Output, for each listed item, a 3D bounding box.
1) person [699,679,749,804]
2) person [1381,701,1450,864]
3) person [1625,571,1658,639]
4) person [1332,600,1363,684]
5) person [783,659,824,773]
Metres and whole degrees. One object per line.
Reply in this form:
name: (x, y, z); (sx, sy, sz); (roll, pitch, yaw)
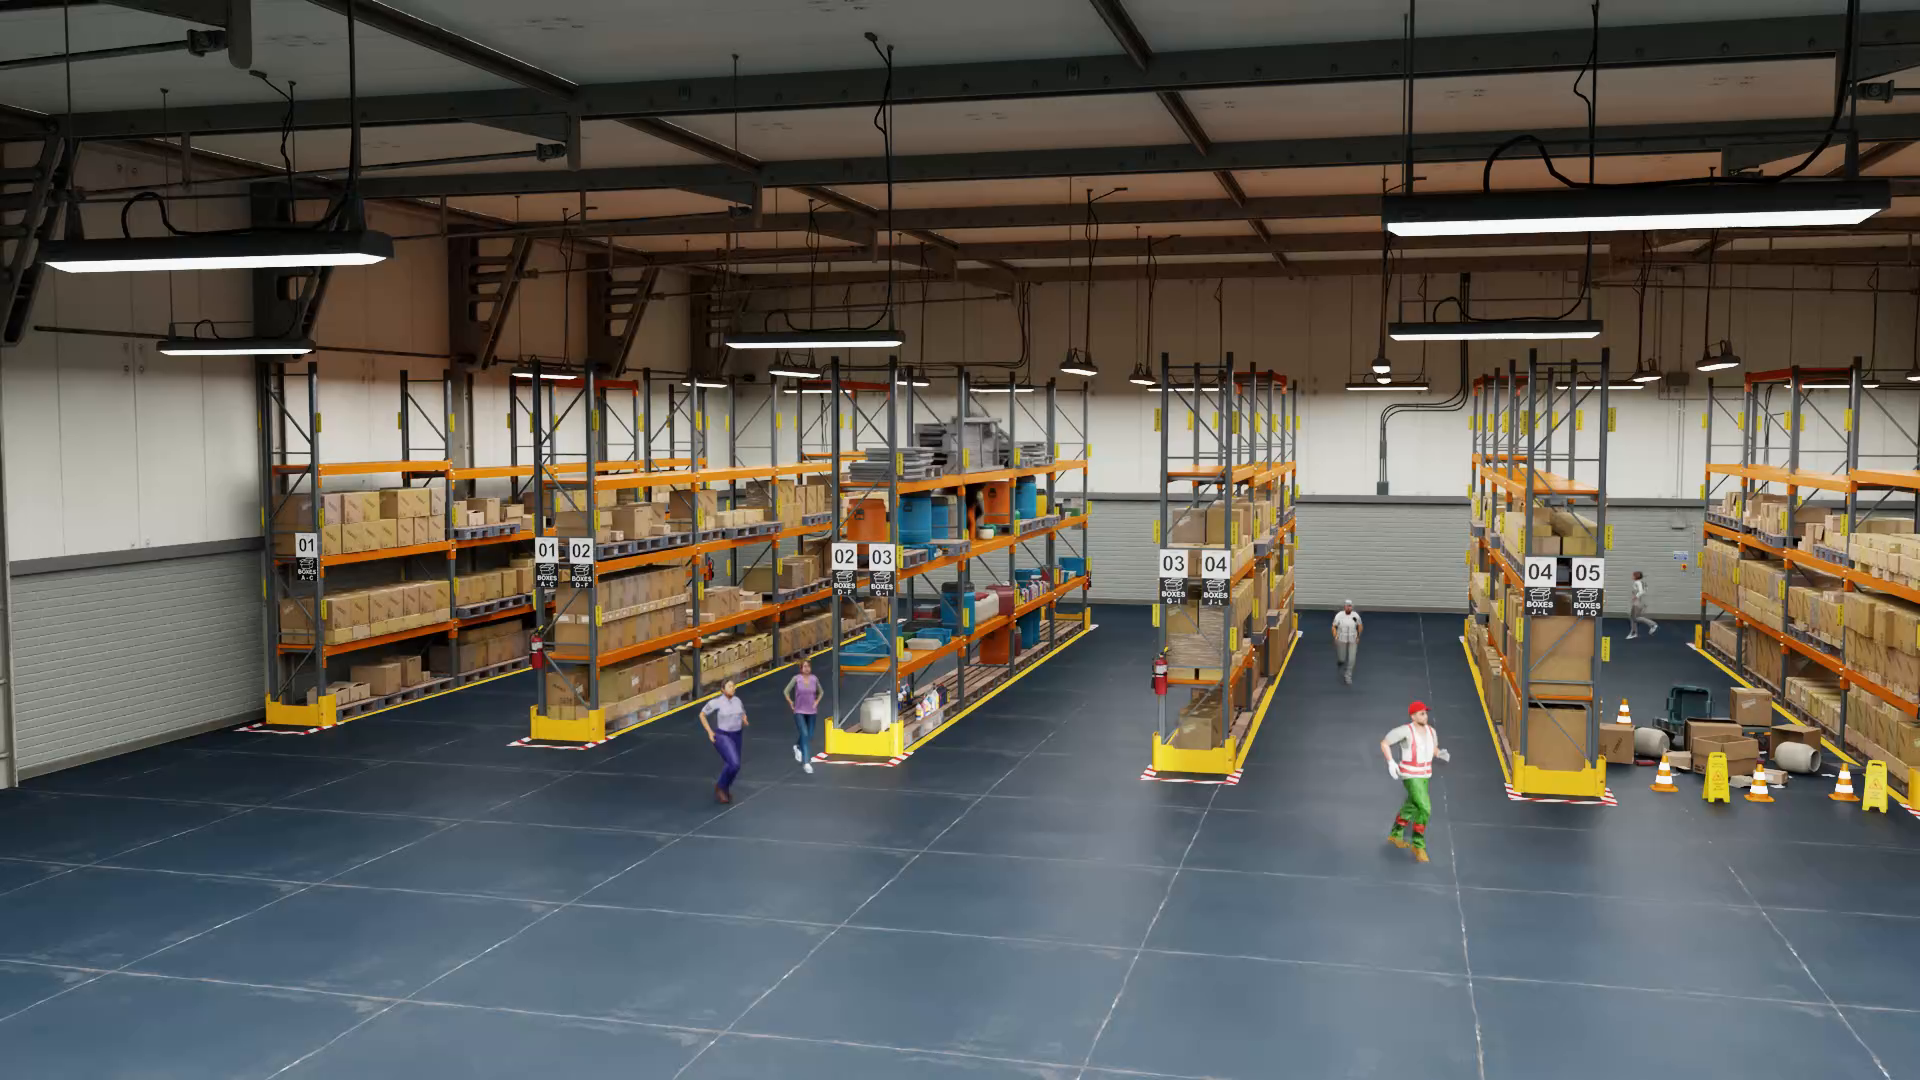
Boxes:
person: (-3.031, 2.648, 21.898); (0.654, 1.640, 0.586); (3, 5, 38)
person: (5.264, 2.764, 19.187); (0.634, 1.835, 0.794); (-3, 5, -36)
person: (15.773, 1.513, 38.457); (0.712, 1.605, 0.551); (2, 4, 24)
person: (7.486, 1.944, 32.159); (0.593, 1.619, 0.586); (1, 4, 7)
person: (-2.256, 2.527, 24.134); (0.586, 1.605, 0.723); (-1, 4, -19)
